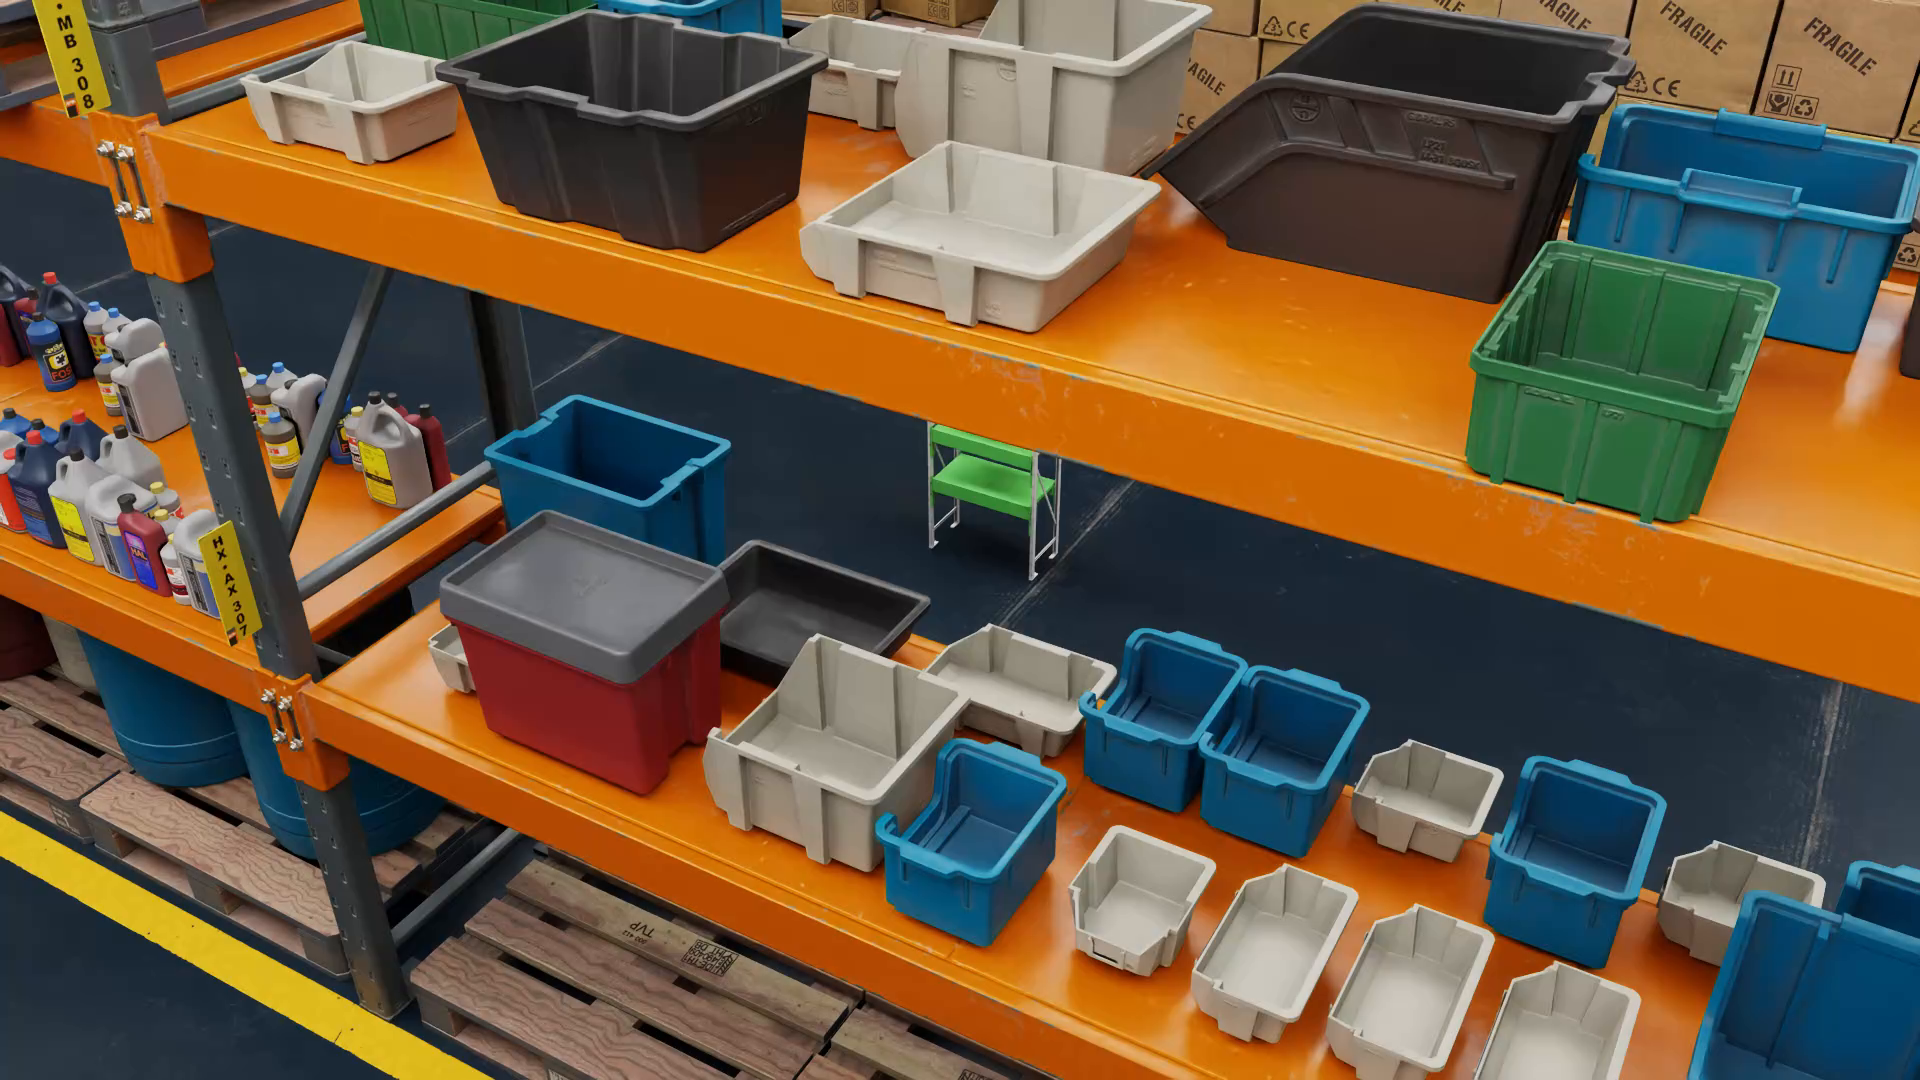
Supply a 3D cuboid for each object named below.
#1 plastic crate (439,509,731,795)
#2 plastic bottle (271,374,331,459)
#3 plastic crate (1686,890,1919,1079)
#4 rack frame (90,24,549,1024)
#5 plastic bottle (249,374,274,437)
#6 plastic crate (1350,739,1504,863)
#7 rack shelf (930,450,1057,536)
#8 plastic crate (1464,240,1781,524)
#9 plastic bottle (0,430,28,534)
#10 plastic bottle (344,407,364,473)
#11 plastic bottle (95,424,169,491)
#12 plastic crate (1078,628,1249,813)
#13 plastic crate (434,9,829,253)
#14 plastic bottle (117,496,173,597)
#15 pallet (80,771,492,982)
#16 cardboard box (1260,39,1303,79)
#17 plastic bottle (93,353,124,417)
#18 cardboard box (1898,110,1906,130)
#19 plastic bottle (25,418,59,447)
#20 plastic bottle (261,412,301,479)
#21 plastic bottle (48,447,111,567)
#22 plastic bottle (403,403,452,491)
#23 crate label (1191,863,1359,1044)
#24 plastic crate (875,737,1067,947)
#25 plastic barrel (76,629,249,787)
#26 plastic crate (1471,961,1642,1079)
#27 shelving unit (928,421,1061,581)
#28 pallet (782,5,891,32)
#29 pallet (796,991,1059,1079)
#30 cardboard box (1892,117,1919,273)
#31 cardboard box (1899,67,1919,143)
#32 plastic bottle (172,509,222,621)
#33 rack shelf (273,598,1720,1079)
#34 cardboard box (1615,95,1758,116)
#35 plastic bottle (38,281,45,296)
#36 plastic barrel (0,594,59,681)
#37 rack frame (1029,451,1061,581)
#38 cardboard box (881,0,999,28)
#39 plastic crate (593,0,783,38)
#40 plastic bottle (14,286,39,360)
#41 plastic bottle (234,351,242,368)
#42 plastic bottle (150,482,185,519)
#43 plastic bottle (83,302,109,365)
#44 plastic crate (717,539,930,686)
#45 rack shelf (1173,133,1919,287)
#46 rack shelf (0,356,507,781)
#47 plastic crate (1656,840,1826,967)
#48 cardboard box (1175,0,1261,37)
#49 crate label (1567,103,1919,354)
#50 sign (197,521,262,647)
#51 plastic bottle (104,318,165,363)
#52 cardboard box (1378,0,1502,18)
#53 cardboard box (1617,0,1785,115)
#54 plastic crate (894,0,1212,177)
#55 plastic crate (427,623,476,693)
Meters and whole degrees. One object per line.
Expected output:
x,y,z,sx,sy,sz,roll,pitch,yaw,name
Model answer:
-0.885,0.276,4.017,0.583,0.464,0.402,18,37,24,plastic crate
-2.066,-0.398,5.253,0.135,0.276,0.152,18,37,24,plastic bottle
1.554,1.020,2.926,0.499,0.435,0.616,18,37,24,plastic crate
-1.536,-0.038,4.601,0.127,3.000,1.000,18,37,24,rack frame
-2.238,-0.439,5.382,0.097,0.201,0.097,0,34,0,plastic bottle
1.060,0.606,3.818,0.298,0.136,0.250,18,37,24,plastic crate
0.144,-0.201,7.018,0.480,0.148,0.258,18,37,24,rack shelf
0.939,-0.232,2.377,0.336,0.188,0.450,18,37,24,plastic crate
-2.793,-0.179,4.924,0.135,0.276,0.152,18,37,24,plastic bottle
-1.867,-0.321,5.205,0.097,0.201,0.097,0,34,0,plastic bottle
-2.424,-0.182,4.862,0.185,0.351,0.144,18,37,24,plastic bottle
0.483,0.436,3.986,0.300,0.233,0.416,18,37,24,plastic crate
-0.593,-0.759,3.095,0.590,0.269,0.497,18,37,24,plastic crate
-2.262,0.016,4.625,0.133,0.283,0.061,18,37,24,plastic bottle
-2.185,0.890,5.723,1.213,0.211,1.003,18,37,24,pallet
1.679,-2.052,7.535,0.500,0.500,0.500,18,38,25,cardboard box
-2.799,-0.519,5.503,0.097,0.201,0.097,0,34,0,plastic bottle
4.144,-1.611,6.873,0.500,0.500,0.500,18,38,25,cardboard box
-2.747,-0.242,5.023,0.097,0.271,0.097,0,34,0,plastic bottle
-2.112,-0.302,5.176,0.097,0.201,0.097,0,34,0,plastic bottle
-2.496,-0.113,4.758,0.185,0.351,0.144,18,37,24,plastic bottle
-1.642,-0.296,5.093,0.133,0.283,0.061,18,37,24,plastic bottle
0.641,0.858,3.439,0.243,0.136,0.396,18,37,24,crate label
0.027,0.665,3.642,0.300,0.233,0.416,18,37,24,plastic crate
-2.614,0.308,5.596,0.708,0.901,0.600,18,37,24,plastic barrel
1.139,1.010,3.211,0.243,0.136,0.396,18,37,24,plastic crate
0.144,-0.454,6.849,0.503,1.200,0.258,18,37,24,shelving unit
-0.857,-2.908,9.084,1.213,0.211,1.003,18,37,24,pallet
0.185,1.641,4.595,1.213,0.211,1.003,18,37,24,pallet
3.874,-1.355,6.488,0.500,0.500,0.500,19,38,26,cardboard box
3.875,-1.769,6.207,0.500,0.500,0.500,17,37,24,cardboard box
-2.038,0.061,4.565,0.135,0.276,0.152,18,37,24,plastic bottle
0.201,0.811,3.974,4.000,0.370,1.077,18,37,24,rack shelf
2.992,-1.635,6.909,0.500,0.500,0.500,18,38,25,cardboard box
-3.177,-0.782,5.823,0.133,0.283,0.061,18,37,24,plastic bottle
-3.595,0.128,6.149,0.708,0.588,0.600,18,37,24,plastic barrel
0.356,-0.387,6.748,0.015,1.200,0.240,18,37,24,rack frame
-0.003,-3.034,8.630,0.500,0.500,0.700,24,41,32,cardboard box
-0.587,-1.120,3.671,0.300,0.233,0.416,18,37,24,plastic crate
-3.207,-0.753,5.779,0.133,0.283,0.061,18,37,24,plastic bottle
-2.413,-0.540,5.460,0.133,0.283,0.061,18,37,24,plastic bottle
-2.310,-0.074,4.834,0.097,0.201,0.097,0,34,0,plastic bottle
-2.925,-0.686,5.689,0.097,0.271,0.097,0,34,0,plastic bottle
-0.430,0.230,4.393,0.590,0.125,0.437,18,37,24,plastic crate
2.662,-1.571,7.552,4.000,0.370,1.077,18,37,24,rack shelf
-3.272,-0.289,5.626,4.000,0.370,1.077,18,37,24,rack shelf
1.649,0.792,3.538,0.298,0.136,0.250,18,37,24,plastic crate
1.195,-2.614,7.476,0.500,0.500,0.500,19,38,26,cardboard box
1.297,-0.534,2.773,0.502,0.251,0.408,18,37,24,crate label
-1.810,0.111,4.128,0.005,0.325,0.100,18,37,24,sign
-2.754,-0.616,5.580,0.135,0.276,0.152,18,37,24,plastic bottle
2.089,-2.330,7.051,0.500,0.500,0.500,16,37,23,cardboard box
2.984,-2.047,6.626,0.500,0.500,0.500,19,38,26,cardboard box
0.166,-0.895,3.289,0.530,0.282,0.437,18,37,24,plastic crate
-1.202,0.243,4.362,0.243,0.136,0.396,18,37,24,plastic crate
